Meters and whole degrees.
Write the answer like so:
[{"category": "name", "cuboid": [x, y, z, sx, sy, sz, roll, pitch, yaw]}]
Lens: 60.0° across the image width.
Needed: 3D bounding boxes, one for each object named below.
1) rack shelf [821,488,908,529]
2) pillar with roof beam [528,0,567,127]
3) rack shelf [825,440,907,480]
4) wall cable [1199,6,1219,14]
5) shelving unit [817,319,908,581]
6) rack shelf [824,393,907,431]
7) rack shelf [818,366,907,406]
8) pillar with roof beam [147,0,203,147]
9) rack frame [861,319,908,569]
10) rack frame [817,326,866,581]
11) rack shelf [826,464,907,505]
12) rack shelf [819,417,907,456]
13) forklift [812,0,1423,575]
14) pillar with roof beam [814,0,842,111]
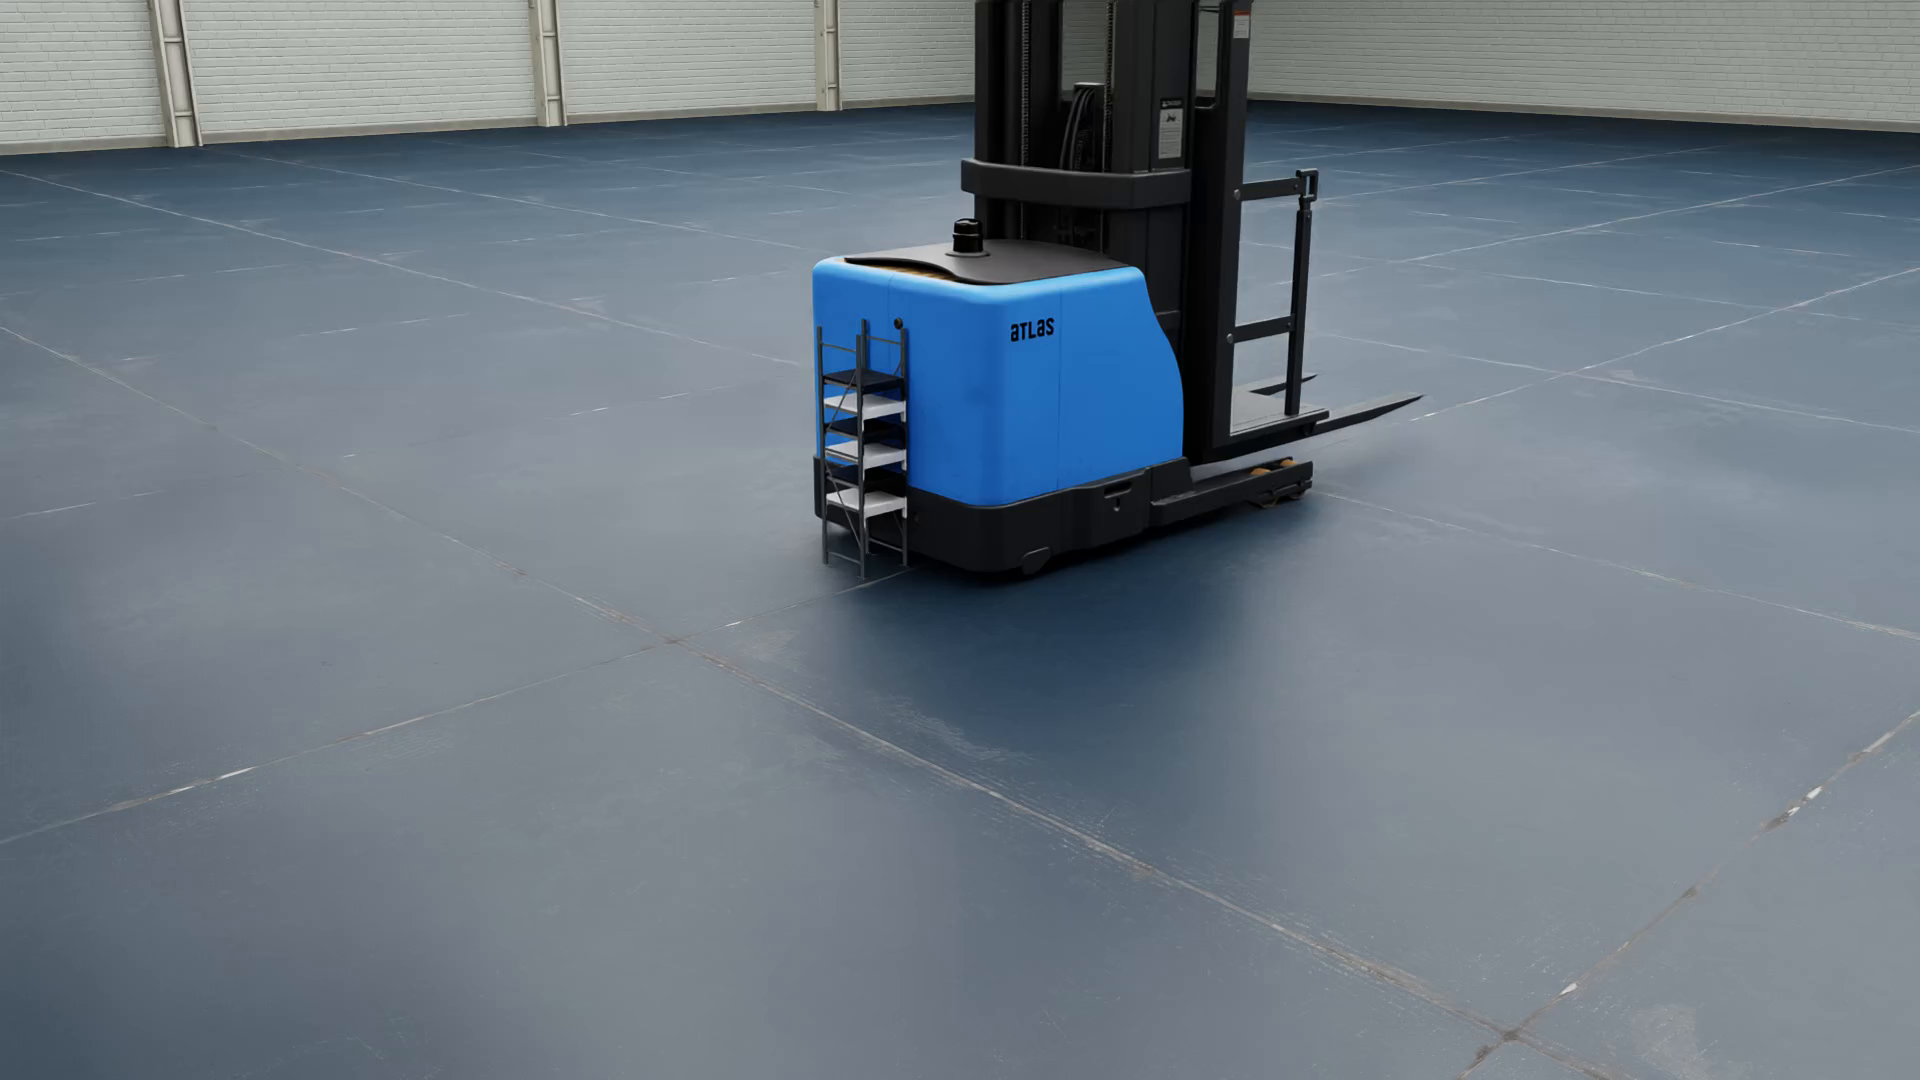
[{"category": "rack shelf", "cuboid": [-0.351, -0.126, 6.106, 0.200, 0.077, 0.258, -16, 24, -40]}, {"category": "pillar with roof beam", "cuboid": [-3.912, -10.300, 23.661, 0.400, 9.000, 9.100, -16, 24, -41]}, {"category": "rack shelf", "cuboid": [-0.351, -0.297, 6.050, 0.200, 0.077, 0.258, -16, 24, -40]}, {"category": "wall cable", "cuboid": [4.898, -12.658, 35.969, 0.112, 2.526, 3.097, -16, 24, -41]}, {"category": "shelving unit", "cuboid": [-0.351, -0.329, 6.040, 0.210, 0.900, 0.258, -16, 24, -40]}, {"category": "rack shelf", "cuboid": [-0.351, -0.468, 5.995, 0.200, 0.077, 0.258, -16, 24, -40]}, {"category": "rack shelf", "cuboid": [-0.351, -0.554, 5.967, 0.200, 0.077, 0.258, -16, 24, -40]}, {"category": "pillar with roof beam", "cuboid": [-8.272, -9.028, 19.739, 0.400, 9.000, 9.100, -16, 24, -41]}, {"category": "rack frame", "cuboid": [-0.276, -0.350, 6.105, 0.006, 0.900, 0.240, -16, 24, -40]}, {"category": "rack frame", "cuboid": [-0.426, -0.308, 5.975, 0.006, 0.900, 0.240, -16, 24, -40]}, {"category": "rack shelf", "cuboid": [-0.351, -0.212, 6.078, 0.200, 0.077, 0.258, -16, 24, -40]}, {"category": "rack shelf", "cuboid": [-0.351, -0.383, 6.023, 0.200, 0.077, 0.258, -16, 24, -40]}, {"category": "forklift", "cuboid": [0.853, -1.631, 6.762, 3.031, 2.935, 1.130, -16, 24, -40]}, {"category": "pillar with roof beam", "cuboid": [0.447, -11.571, 27.582, 0.400, 9.000, 9.100, -16, 24, -41]}]
